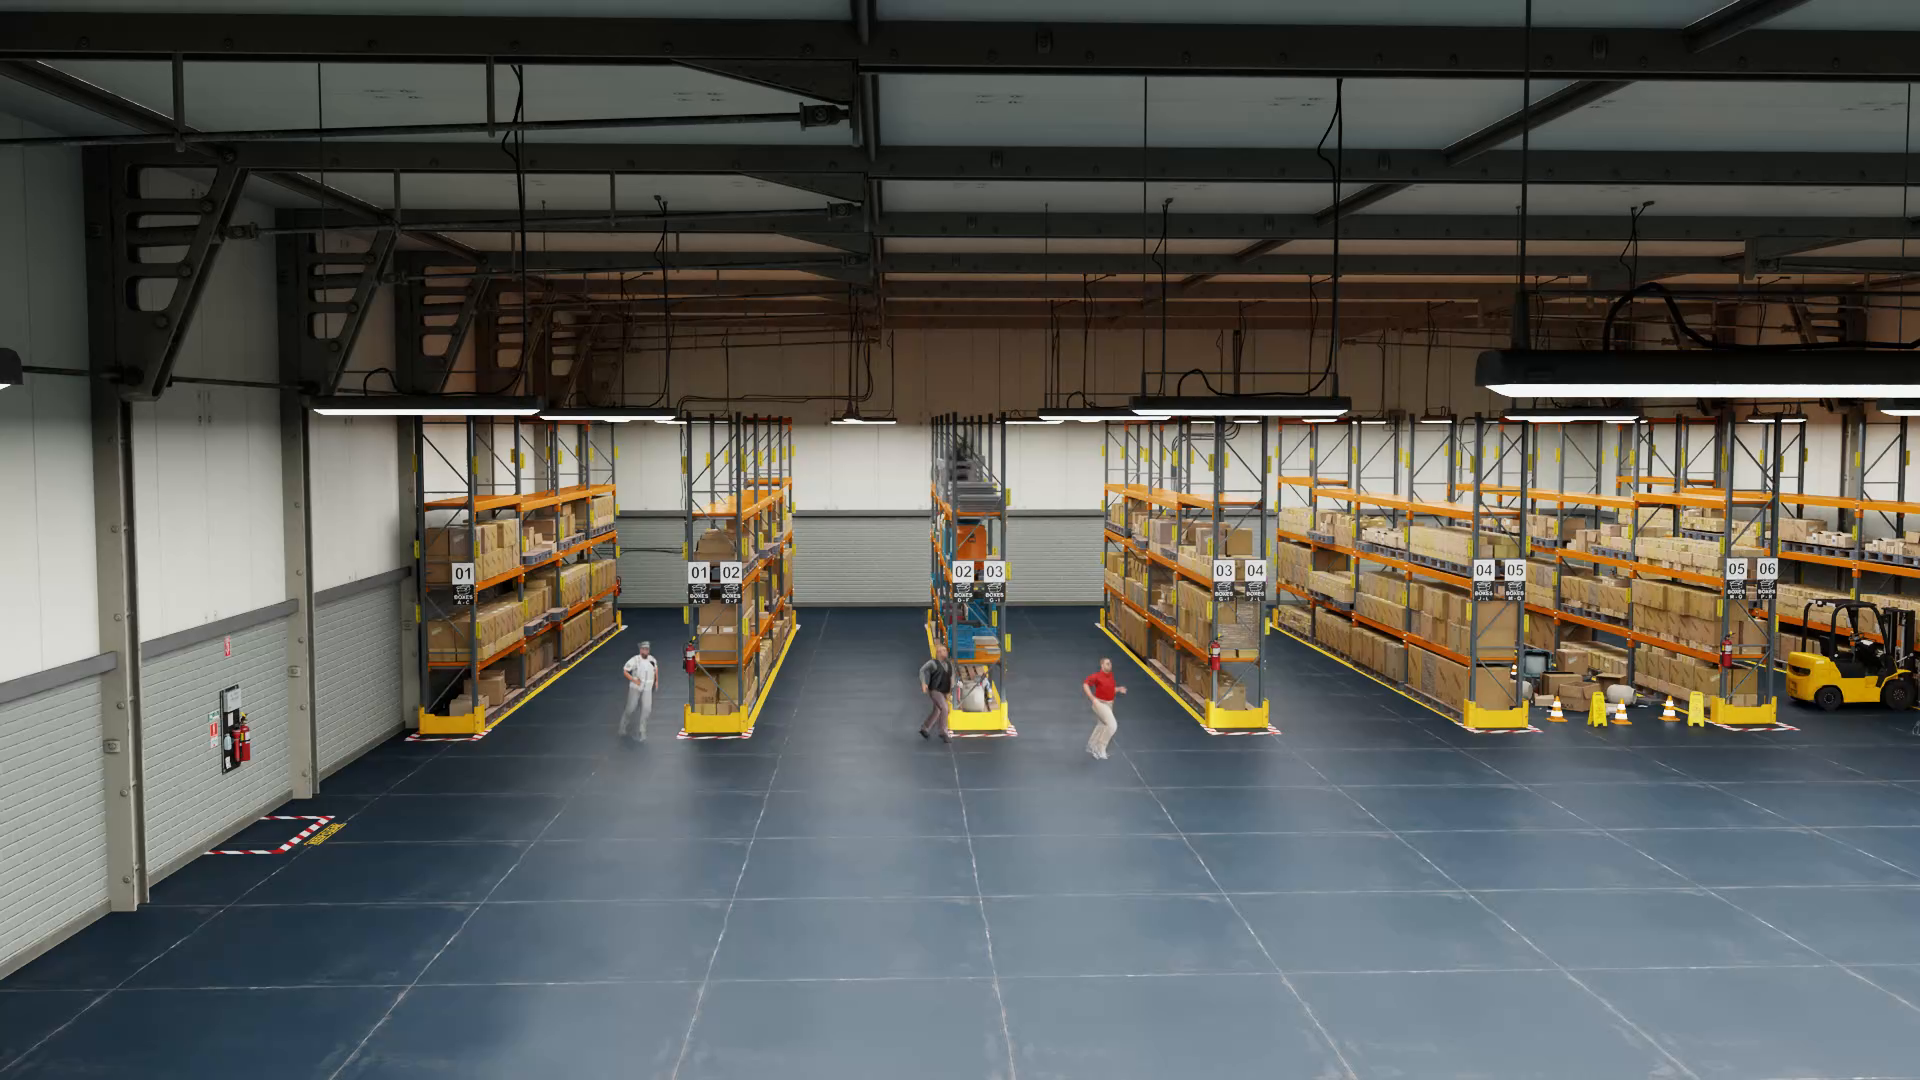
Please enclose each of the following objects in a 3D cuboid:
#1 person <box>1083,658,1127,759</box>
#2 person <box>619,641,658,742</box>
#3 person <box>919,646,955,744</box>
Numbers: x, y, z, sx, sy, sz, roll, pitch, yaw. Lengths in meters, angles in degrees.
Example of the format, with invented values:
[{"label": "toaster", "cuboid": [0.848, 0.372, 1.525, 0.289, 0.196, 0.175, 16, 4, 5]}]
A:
[{"label": "person", "cuboid": [2.524, 2.926, 28.816, 0.738, 1.777, 0.627, 2, 5, 32]}, {"label": "person", "cuboid": [-5.873, 2.764, 30.671, 0.743, 1.798, 0.885, -2, 4, -28]}, {"label": "person", "cuboid": [-0.332, 2.799, 30.339, 0.815, 1.714, 0.648, 3, 5, 42]}]
